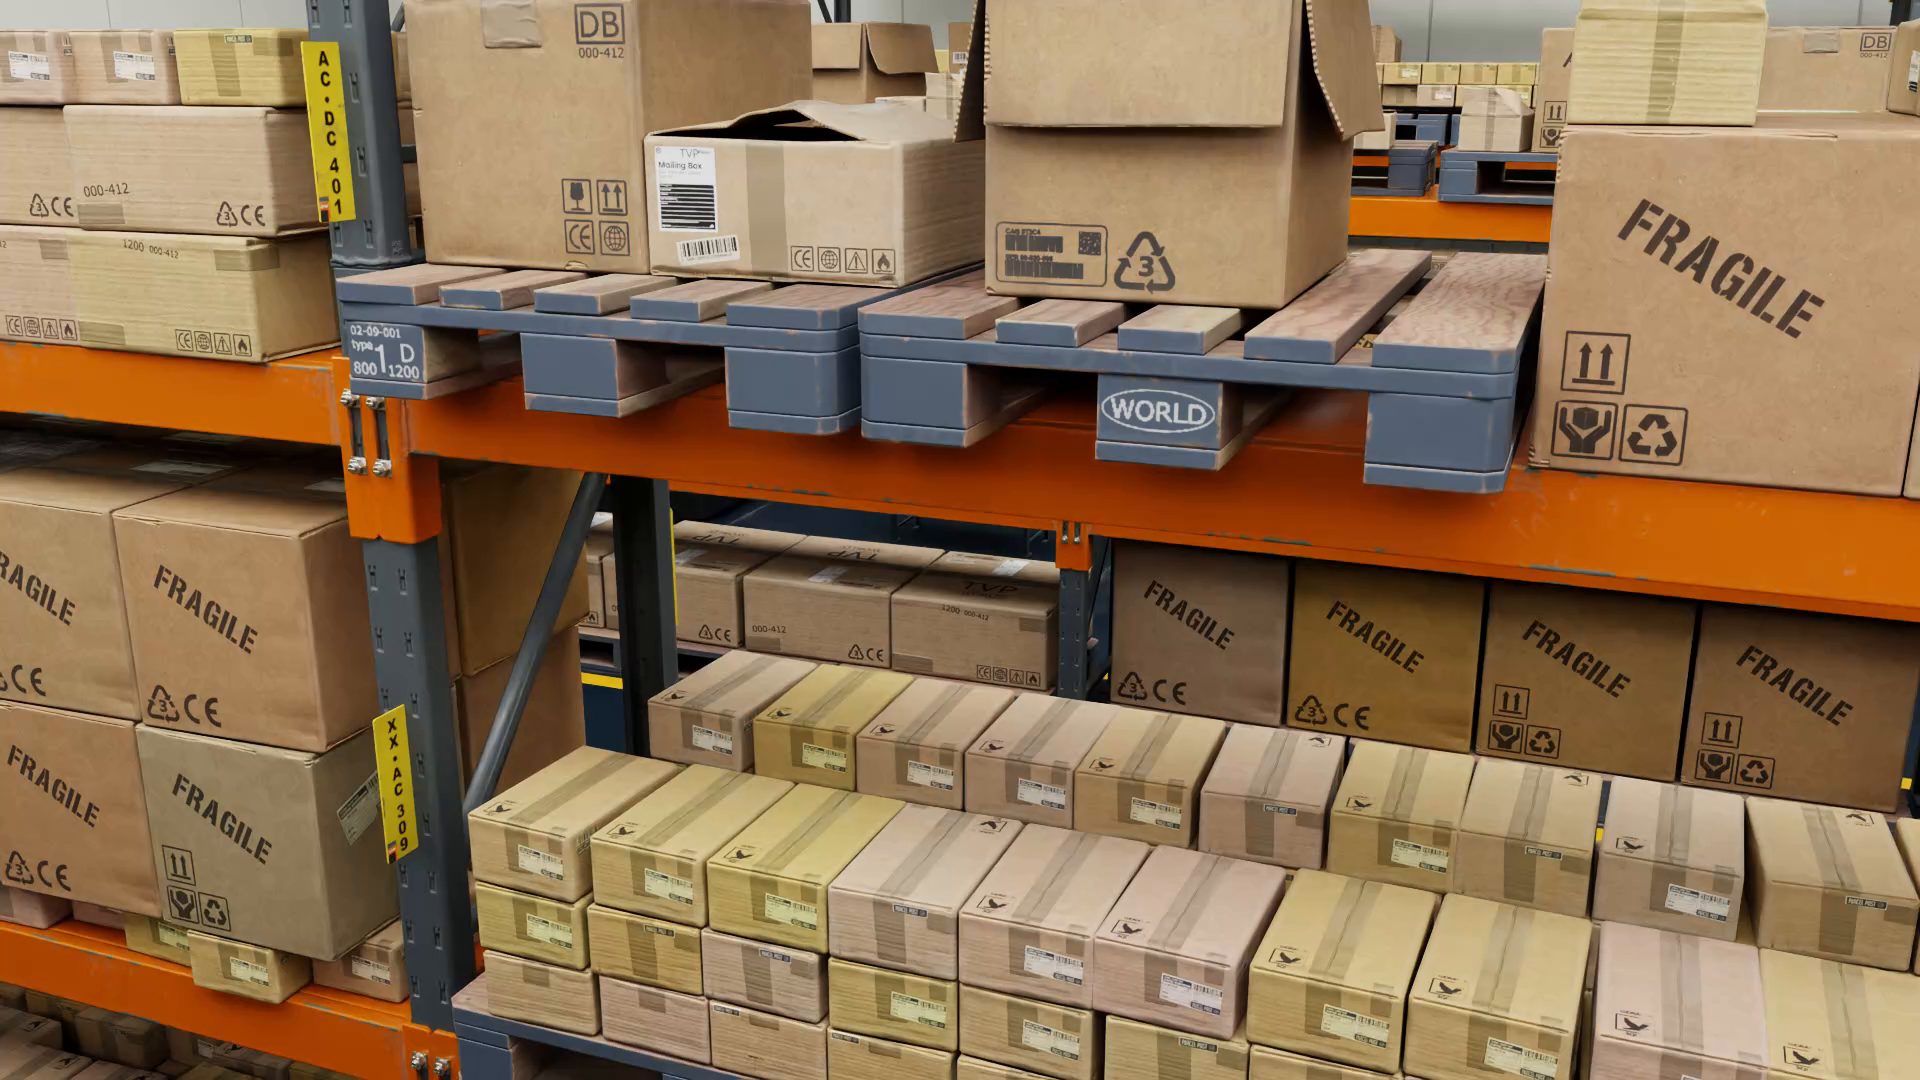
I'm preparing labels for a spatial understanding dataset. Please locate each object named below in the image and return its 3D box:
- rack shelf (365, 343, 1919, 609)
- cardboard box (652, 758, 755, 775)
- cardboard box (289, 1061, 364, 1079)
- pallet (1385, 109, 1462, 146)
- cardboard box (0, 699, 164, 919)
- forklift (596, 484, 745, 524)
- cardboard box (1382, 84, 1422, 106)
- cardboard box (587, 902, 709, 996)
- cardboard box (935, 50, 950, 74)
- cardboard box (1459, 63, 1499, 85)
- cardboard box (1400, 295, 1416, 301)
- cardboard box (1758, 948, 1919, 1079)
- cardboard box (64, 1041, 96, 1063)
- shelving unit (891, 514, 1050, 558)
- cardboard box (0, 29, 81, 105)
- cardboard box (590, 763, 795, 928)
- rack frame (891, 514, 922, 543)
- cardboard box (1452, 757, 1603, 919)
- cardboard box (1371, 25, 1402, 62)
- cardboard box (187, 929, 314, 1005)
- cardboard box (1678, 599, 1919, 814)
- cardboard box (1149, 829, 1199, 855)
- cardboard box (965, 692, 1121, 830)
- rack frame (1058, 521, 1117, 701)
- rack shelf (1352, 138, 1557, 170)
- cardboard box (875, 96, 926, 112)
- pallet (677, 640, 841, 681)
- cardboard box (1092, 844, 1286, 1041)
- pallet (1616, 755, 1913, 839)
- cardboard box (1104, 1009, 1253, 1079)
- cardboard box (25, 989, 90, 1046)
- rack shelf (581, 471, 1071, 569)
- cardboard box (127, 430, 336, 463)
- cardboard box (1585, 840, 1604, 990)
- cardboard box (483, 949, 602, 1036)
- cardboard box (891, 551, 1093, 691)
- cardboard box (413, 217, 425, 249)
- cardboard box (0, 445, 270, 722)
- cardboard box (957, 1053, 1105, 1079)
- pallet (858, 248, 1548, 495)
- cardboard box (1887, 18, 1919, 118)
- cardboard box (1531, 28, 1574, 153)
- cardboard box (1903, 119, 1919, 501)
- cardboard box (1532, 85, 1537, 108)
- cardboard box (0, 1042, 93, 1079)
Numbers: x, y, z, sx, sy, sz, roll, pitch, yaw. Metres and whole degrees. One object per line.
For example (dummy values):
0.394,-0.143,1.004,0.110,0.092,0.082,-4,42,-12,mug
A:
0.874,-0.105,3.066,4.000,0.370,1.077,6,17,21,rack shelf
-0.544,0.551,4.060,0.250,0.149,0.380,7,18,22,cardboard box
-1.719,1.521,4.846,0.250,0.149,0.380,6,17,20,cardboard box
3.135,-3.062,12.298,1.003,0.211,1.213,6,17,21,pallet
-2.022,0.565,4.135,0.500,0.500,0.500,6,17,19,cardboard box
-3.164,-1.765,12.996,3.031,2.935,1.130,6,17,20,forklift
3.185,-3.197,11.942,0.250,0.149,0.380,6,17,21,cardboard box
-0.547,0.747,3.384,0.250,0.149,0.380,6,17,20,cardboard box
0.092,-3.742,13.142,0.500,0.250,0.500,6,17,20,cardboard box
3.674,-3.289,11.726,0.250,0.149,0.380,7,17,21,cardboard box
2.192,-0.949,8.088,0.500,0.500,0.500,7,18,22,cardboard box
1.384,0.817,2.609,0.250,0.149,0.380,7,18,22,cardboard box
-2.643,1.535,5.333,0.250,0.149,0.380,6,17,21,cardboard box
0.079,-0.712,11.934,1.048,1.500,0.538,6,17,21,shelving unit
-1.870,-1.014,3.565,0.250,0.149,0.380,6,17,21,cardboard box
-0.527,0.605,3.340,0.250,0.149,0.380,7,18,22,cardboard box
-0.394,-0.764,12.114,0.032,1.500,0.500,6,17,21,rack frame
1.153,0.596,3.370,0.250,0.149,0.380,7,18,22,cardboard box
3.122,-3.676,12.317,0.258,0.266,0.396,6,17,21,cardboard box
-1.617,0.939,4.009,0.250,0.149,0.380,6,17,19,cardboard box
3.845,0.627,7.692,0.875,0.875,0.875,6,17,20,cardboard box
0.429,0.657,3.693,0.250,0.149,0.380,5,17,18,cardboard box
0.193,0.490,3.736,0.250,0.149,0.380,6,17,20,cardboard box
0.736,-0.509,8.547,0.127,3.000,1.000,6,17,21,rack frame
4.414,-2.687,11.960,4.000,0.370,1.077,6,17,21,rack shelf
-0.221,-2.088,8.123,0.250,0.149,0.380,7,17,22,cardboard box
-1.081,0.608,9.702,1.213,0.211,1.003,6,17,21,pallet
0.415,0.710,2.978,0.250,0.149,0.380,7,18,23,cardboard box
3.751,1.139,7.871,1.213,0.211,1.003,6,17,21,pallet
0.434,0.854,3.016,0.250,0.149,0.380,6,17,20,cardboard box
-2.675,1.411,5.225,0.250,0.149,0.380,6,17,21,cardboard box
-1.124,-0.368,9.352,4.000,0.370,1.077,6,17,21,rack shelf
-1.804,-0.044,4.440,0.500,0.500,0.500,6,17,19,cardboard box
1.390,0.764,3.326,0.250,0.149,0.380,6,17,21,cardboard box
-0.789,0.864,3.515,0.250,0.149,0.380,5,17,18,cardboard box
0.191,0.428,9.162,0.875,0.438,0.875,6,17,20,cardboard box
-1.320,-0.699,4.090,0.500,0.250,0.500,7,18,23,cardboard box
-2.006,0.085,3.995,0.500,0.500,0.500,6,17,19,cardboard box
0.173,0.969,3.153,0.250,0.149,0.380,5,17,18,cardboard box
0.515,-0.369,3.021,1.003,0.211,1.213,6,17,21,pallet
1.728,-0.843,2.765,0.258,0.266,0.396,6,17,21,cardboard box
2.711,-1.895,7.008,0.500,0.500,0.500,6,17,21,cardboard box
1.640,-0.334,2.386,0.500,0.500,0.500,6,17,21,cardboard box
4.125,-3.082,11.547,0.250,0.149,0.380,7,17,22,cardboard box
-2.653,1.584,4.631,0.250,0.149,0.380,6,17,19,cardboard box
